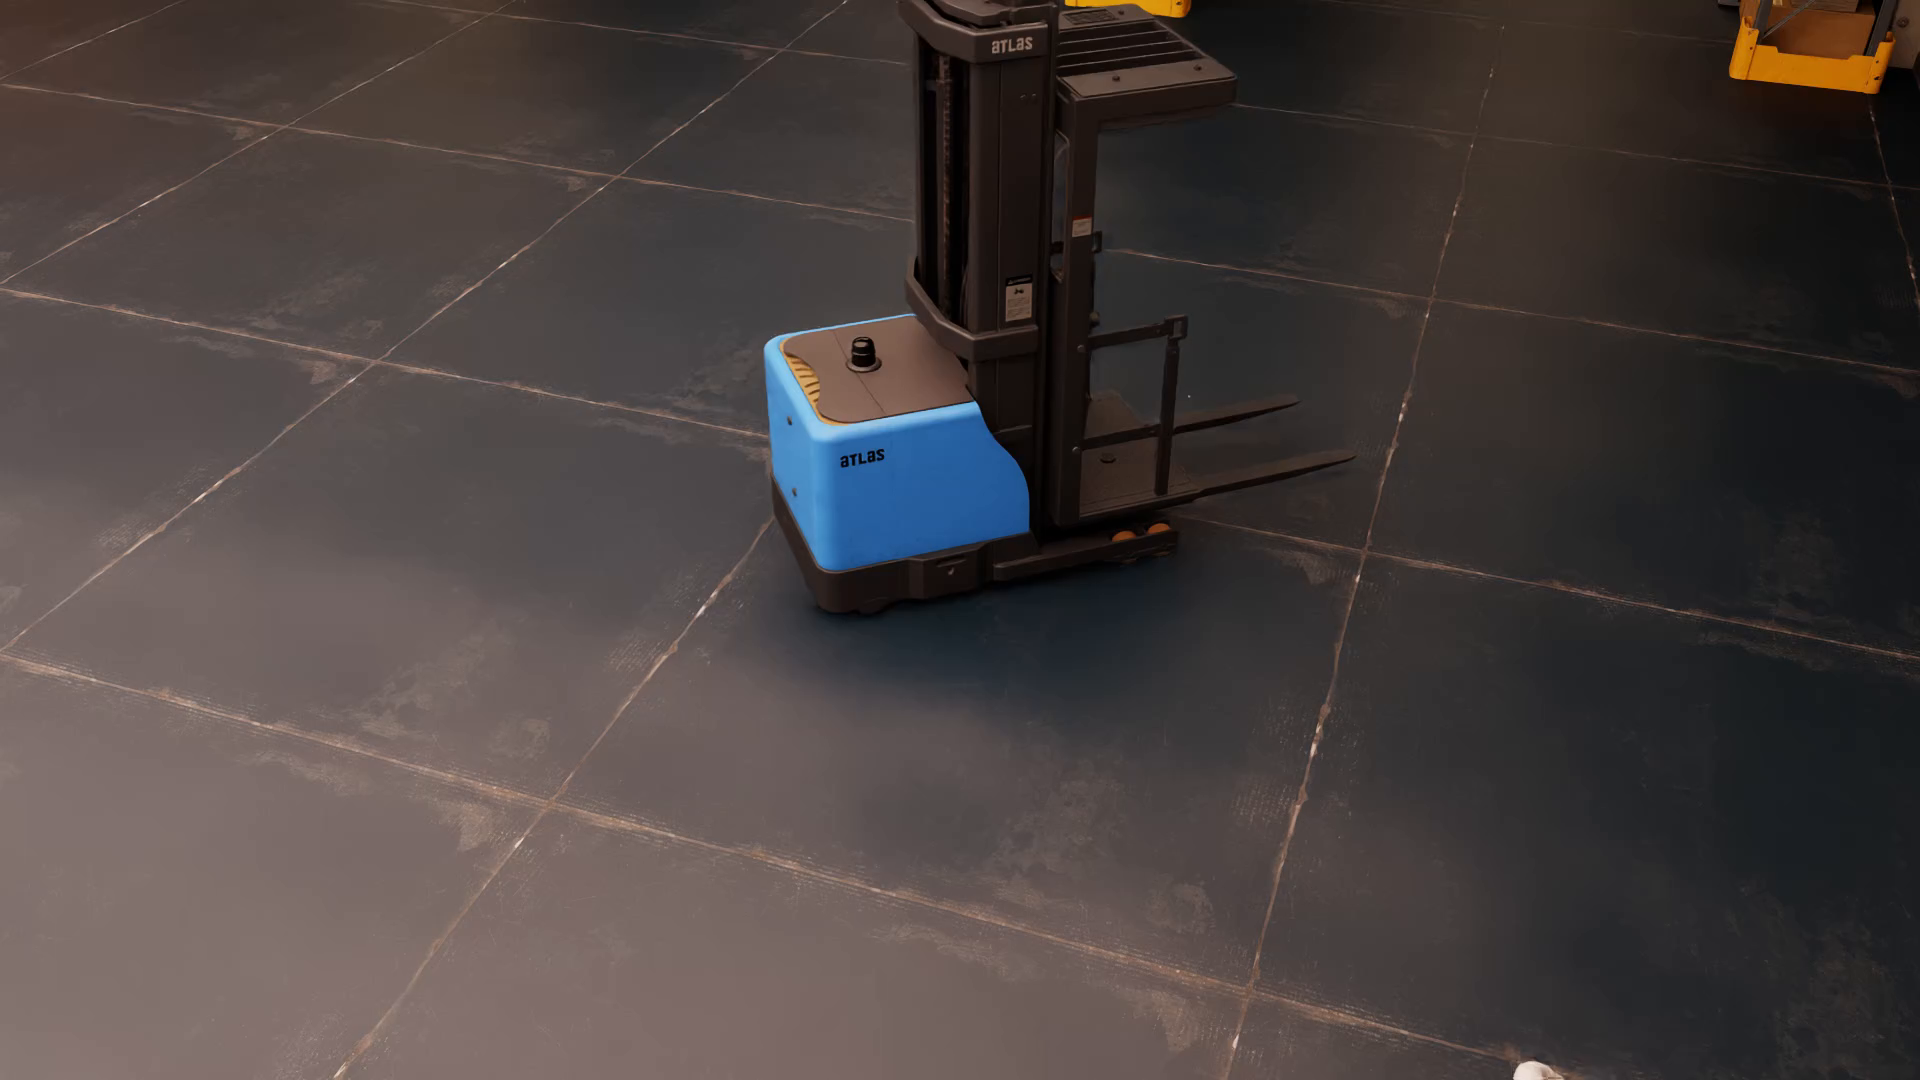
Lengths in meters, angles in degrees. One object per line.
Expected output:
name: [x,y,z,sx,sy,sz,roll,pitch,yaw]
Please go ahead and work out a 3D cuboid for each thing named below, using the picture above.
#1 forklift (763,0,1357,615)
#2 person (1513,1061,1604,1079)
forklift: [0.590,-1.350,8.015,3.031,2.935,1.130,-12,37,-16]
person: [1.536,1.998,4.625,0.489,1.488,1.032,14,38,19]
